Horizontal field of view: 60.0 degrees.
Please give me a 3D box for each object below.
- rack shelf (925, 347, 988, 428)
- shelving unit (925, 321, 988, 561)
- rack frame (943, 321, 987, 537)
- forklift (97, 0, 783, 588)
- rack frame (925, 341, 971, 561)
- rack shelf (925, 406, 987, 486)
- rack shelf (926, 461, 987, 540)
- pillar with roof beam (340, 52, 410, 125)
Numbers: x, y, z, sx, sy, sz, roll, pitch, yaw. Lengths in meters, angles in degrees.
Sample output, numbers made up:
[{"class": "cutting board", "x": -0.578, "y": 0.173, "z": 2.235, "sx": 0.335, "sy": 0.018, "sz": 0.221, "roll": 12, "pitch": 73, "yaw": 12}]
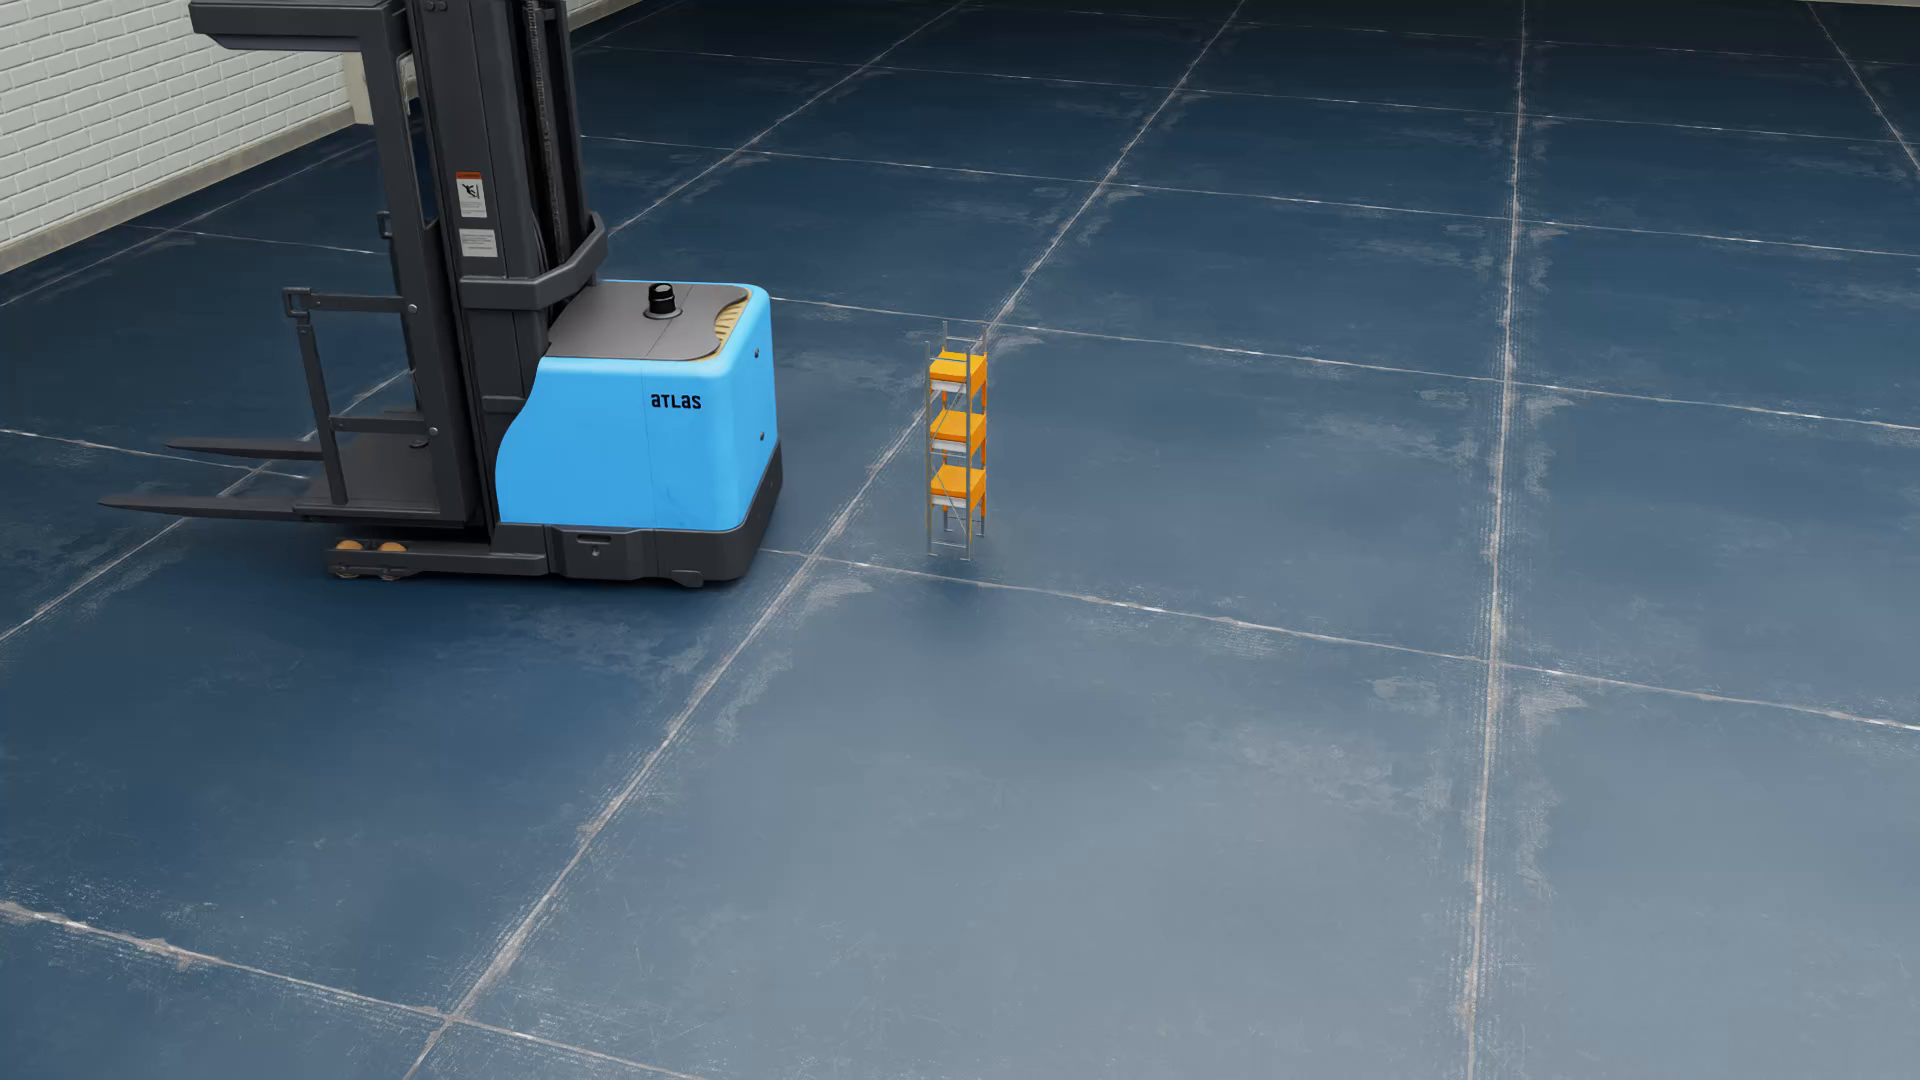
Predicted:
[{"class": "rack shelf", "x": -0.016, "y": -0.673, "z": 7.317, "sx": 0.215, "sy": 0.259, "sz": 0.240, "roll": 8, "pitch": 30, "yaw": 15}, {"class": "shelving unit", "x": -0.016, "y": -0.434, "z": 7.450, "sx": 0.215, "sy": 1.050, "sz": 0.252, "roll": 8, "pitch": 30, "yaw": 15}, {"class": "rack frame", "x": 0.020, "y": -0.491, "z": 7.552, "sx": 0.200, "sy": 1.050, "sz": 0.008, "roll": 8, "pitch": 30, "yaw": 15}, {"class": "forklift", "x": -2.409, "y": -1.354, "z": 7.169, "sx": 3.031, "sy": 2.935, "sz": 1.130, "roll": 2, "pitch": 29, "yaw": 4}, {"class": "rack frame", "x": -0.052, "y": -0.377, "z": 7.348, "sx": 0.200, "sy": 1.050, "sz": 0.008, "roll": 8, "pitch": 30, "yaw": 15}, {"class": "rack shelf", "x": -0.016, "y": -0.425, "z": 7.455, "sx": 0.215, "sy": 0.259, "sz": 0.240, "roll": 8, "pitch": 30, "yaw": 15}, {"class": "rack shelf", "x": -0.016, "y": -0.182, "z": 7.590, "sx": 0.215, "sy": 0.259, "sz": 0.240, "roll": 8, "pitch": 30, "yaw": 15}, {"class": "pillar with roof beam", "x": -0.842, "y": -6.932, "z": 10.955, "sx": 9.100, "sy": 9.000, "sz": 0.400, "roll": 8, "pitch": 30, "yaw": 15}]
